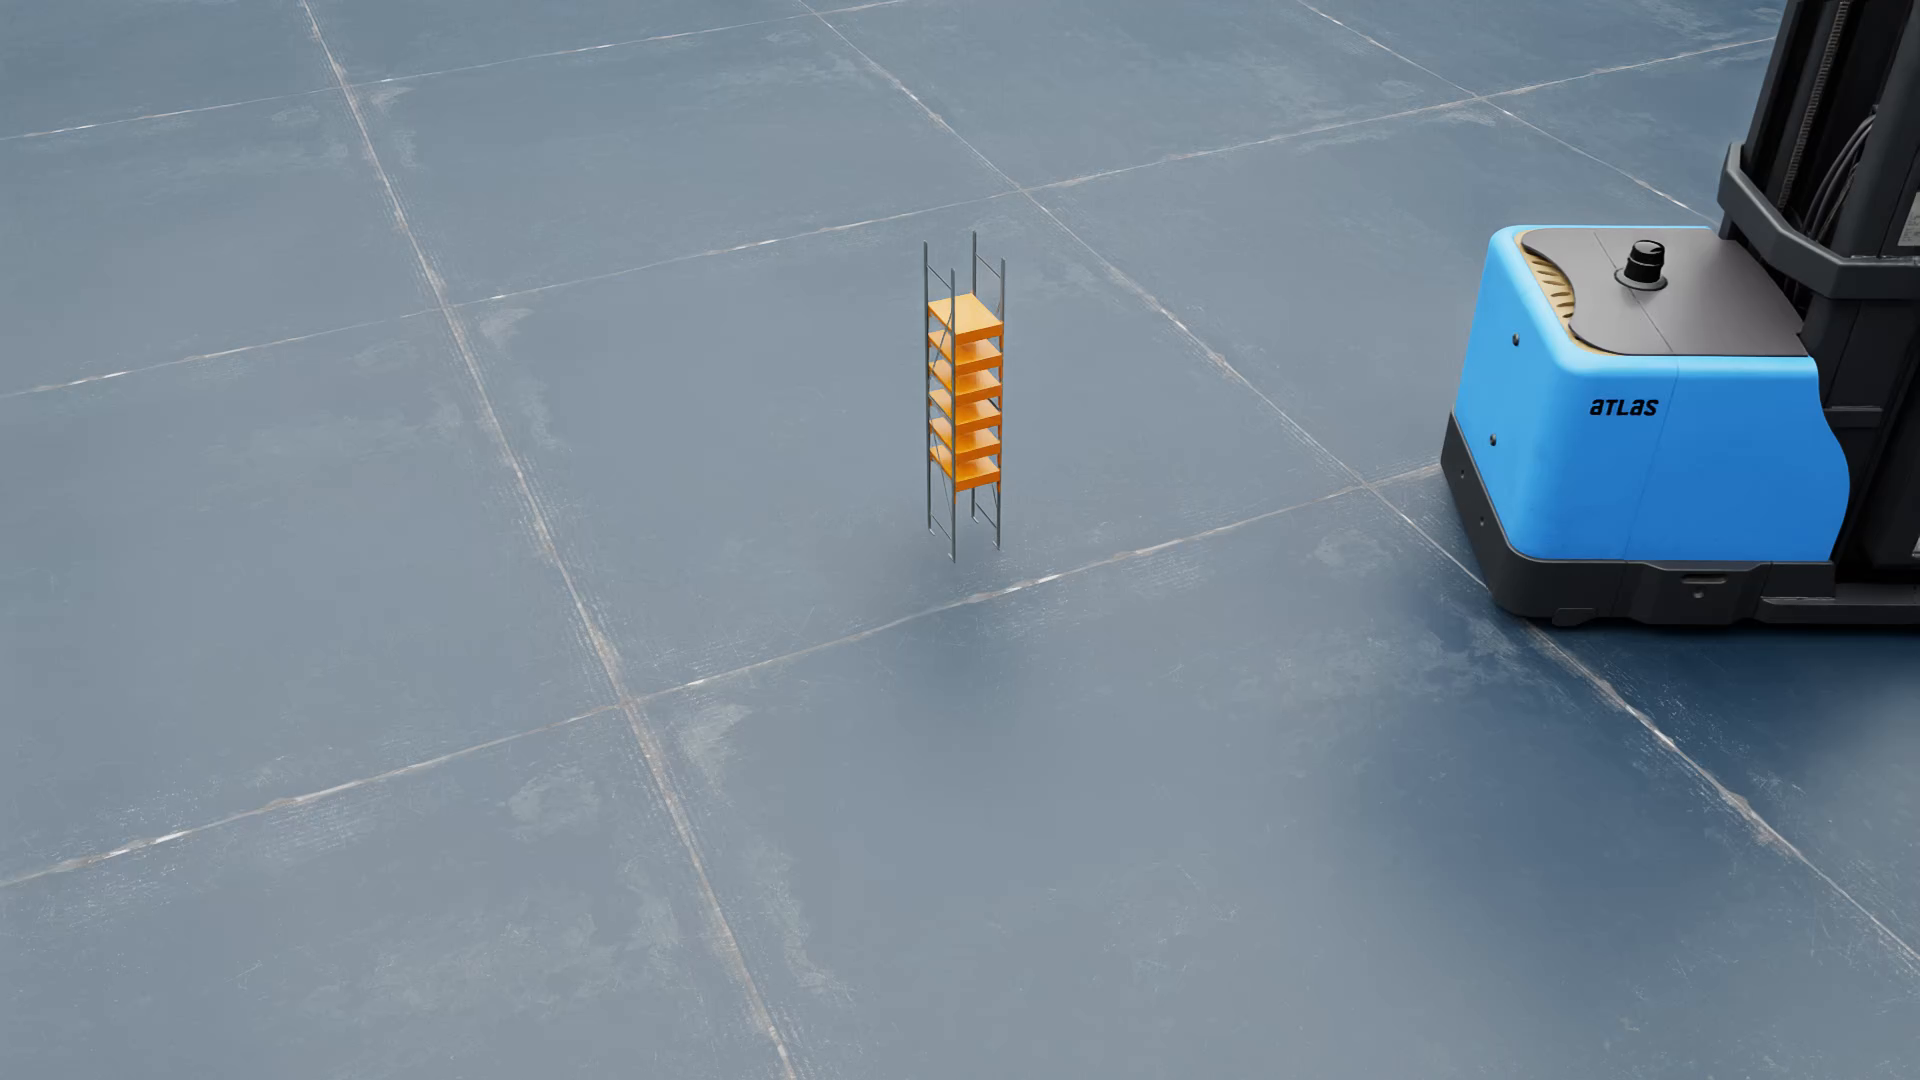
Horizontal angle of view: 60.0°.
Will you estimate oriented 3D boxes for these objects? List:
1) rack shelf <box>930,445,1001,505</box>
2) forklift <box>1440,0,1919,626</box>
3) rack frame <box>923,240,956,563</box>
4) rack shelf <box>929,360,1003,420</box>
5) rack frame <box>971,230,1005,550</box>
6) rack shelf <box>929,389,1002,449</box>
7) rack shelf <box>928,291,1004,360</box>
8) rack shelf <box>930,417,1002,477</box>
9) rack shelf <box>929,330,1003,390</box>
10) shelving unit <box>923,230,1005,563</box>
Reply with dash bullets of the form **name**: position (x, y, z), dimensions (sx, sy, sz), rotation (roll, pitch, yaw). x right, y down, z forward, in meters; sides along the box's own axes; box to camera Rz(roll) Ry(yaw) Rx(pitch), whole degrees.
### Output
- **rack shelf**: position (0.013, -0.257, 6.067), dimensions (0.180, 0.103, 0.258), rotation (-16, 39, -20)
- **forklift**: position (3.397, -1.156, 5.348), dimensions (3.031, 2.935, 1.130), rotation (0, 37, 0)
- **rack frame**: position (-0.070, -0.462, 5.866), dimensions (0.006, 1.200, 0.240), rotation (-16, 39, -20)
- **rack shelf**: position (0.013, -0.546, 5.852), dimensions (0.180, 0.103, 0.258), rotation (-16, 39, -20)
- **rack frame**: position (0.096, -0.509, 5.929), dimensions (0.006, 1.200, 0.240), rotation (-16, 39, -20)
- **rack shelf**: position (0.013, -0.450, 5.924), dimensions (0.180, 0.103, 0.258), rotation (-16, 39, -20)
- **rack shelf**: position (0.013, -0.739, 5.710), dimensions (0.180, 0.103, 0.258), rotation (-16, 39, -20)
- **rack shelf**: position (0.013, -0.354, 5.995), dimensions (0.180, 0.103, 0.258), rotation (-16, 39, -20)
- **rack shelf**: position (0.013, -0.643, 5.781), dimensions (0.180, 0.103, 0.258), rotation (-16, 39, -20)
- **shelving unit**: position (0.013, -0.486, 5.898), dimensions (0.189, 1.200, 0.258), rotation (-16, 39, -20)
